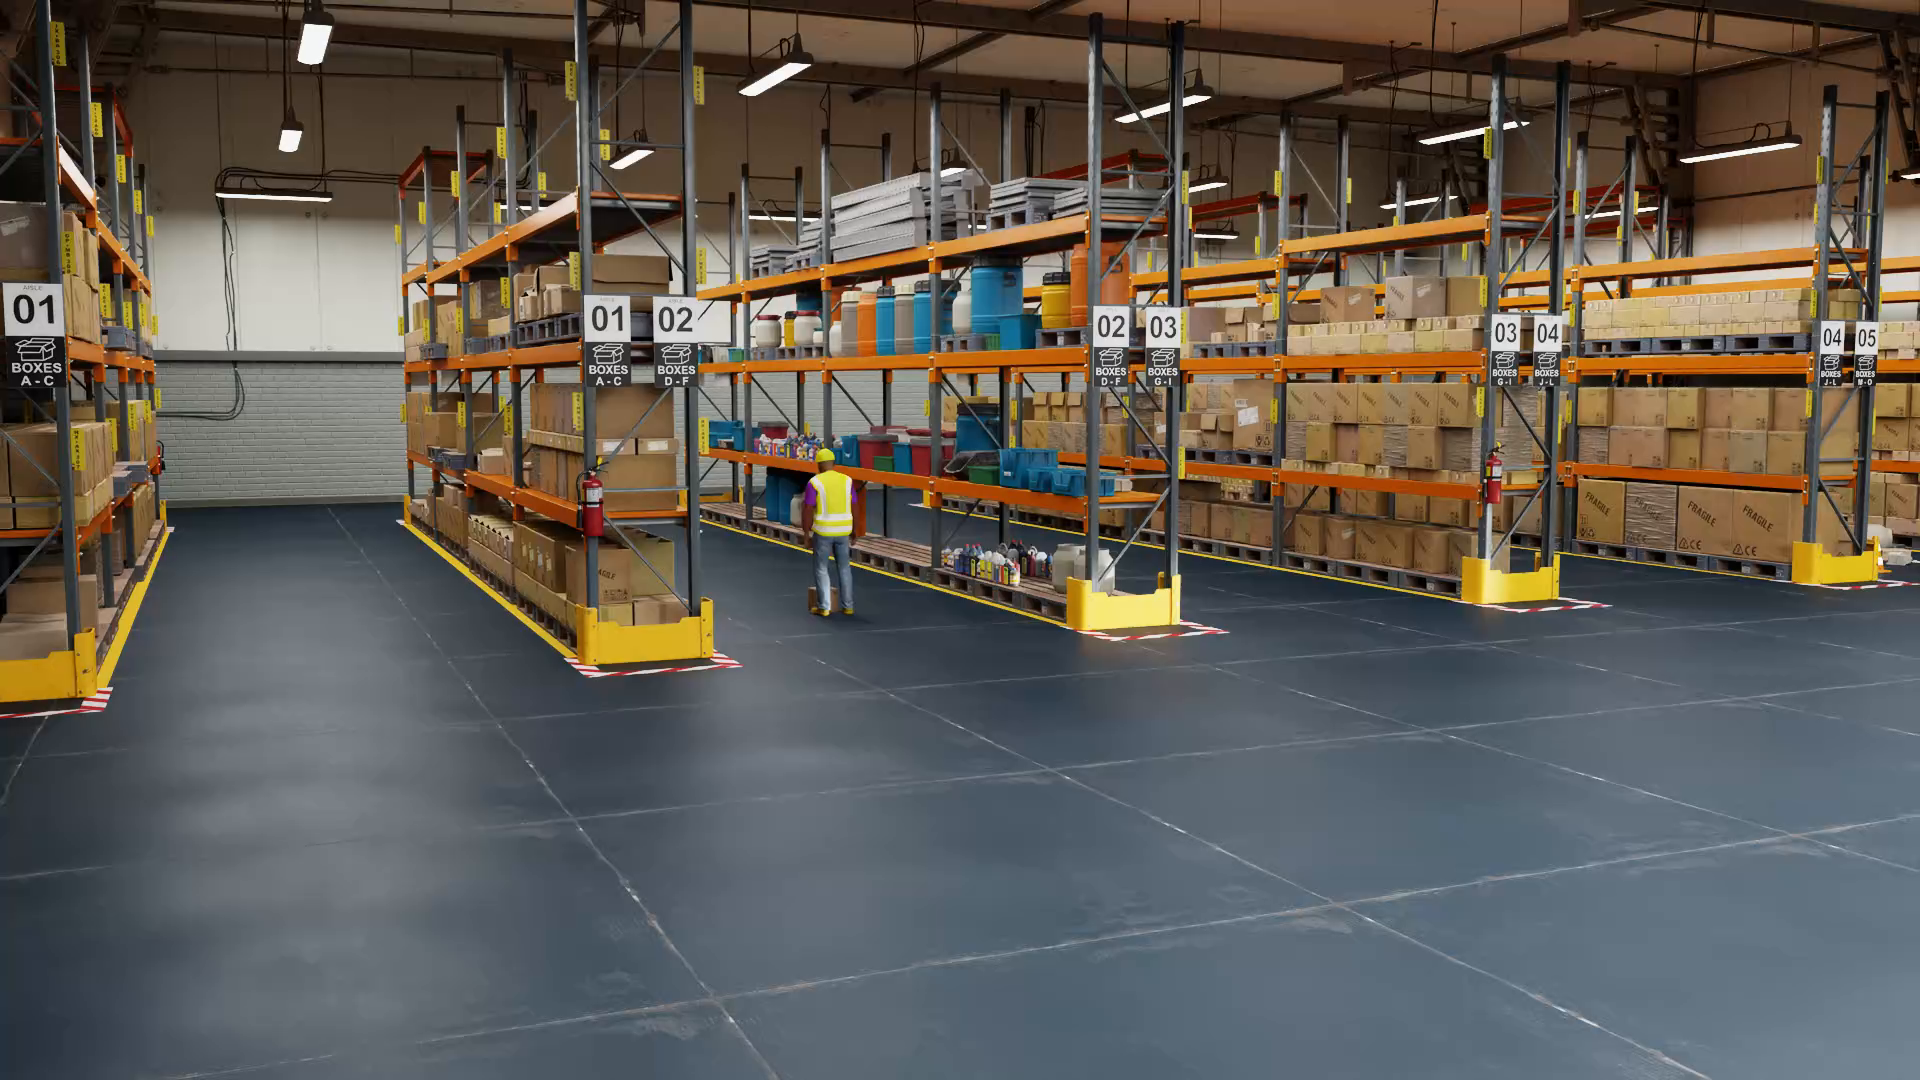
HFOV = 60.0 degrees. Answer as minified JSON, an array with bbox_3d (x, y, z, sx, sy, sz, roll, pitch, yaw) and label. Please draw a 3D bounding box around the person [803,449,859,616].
[{"bbox_3d":[-1.375,-0.088,17.614,0.628,1.759,0.462,-3,6,-26],"label":"person"}]
